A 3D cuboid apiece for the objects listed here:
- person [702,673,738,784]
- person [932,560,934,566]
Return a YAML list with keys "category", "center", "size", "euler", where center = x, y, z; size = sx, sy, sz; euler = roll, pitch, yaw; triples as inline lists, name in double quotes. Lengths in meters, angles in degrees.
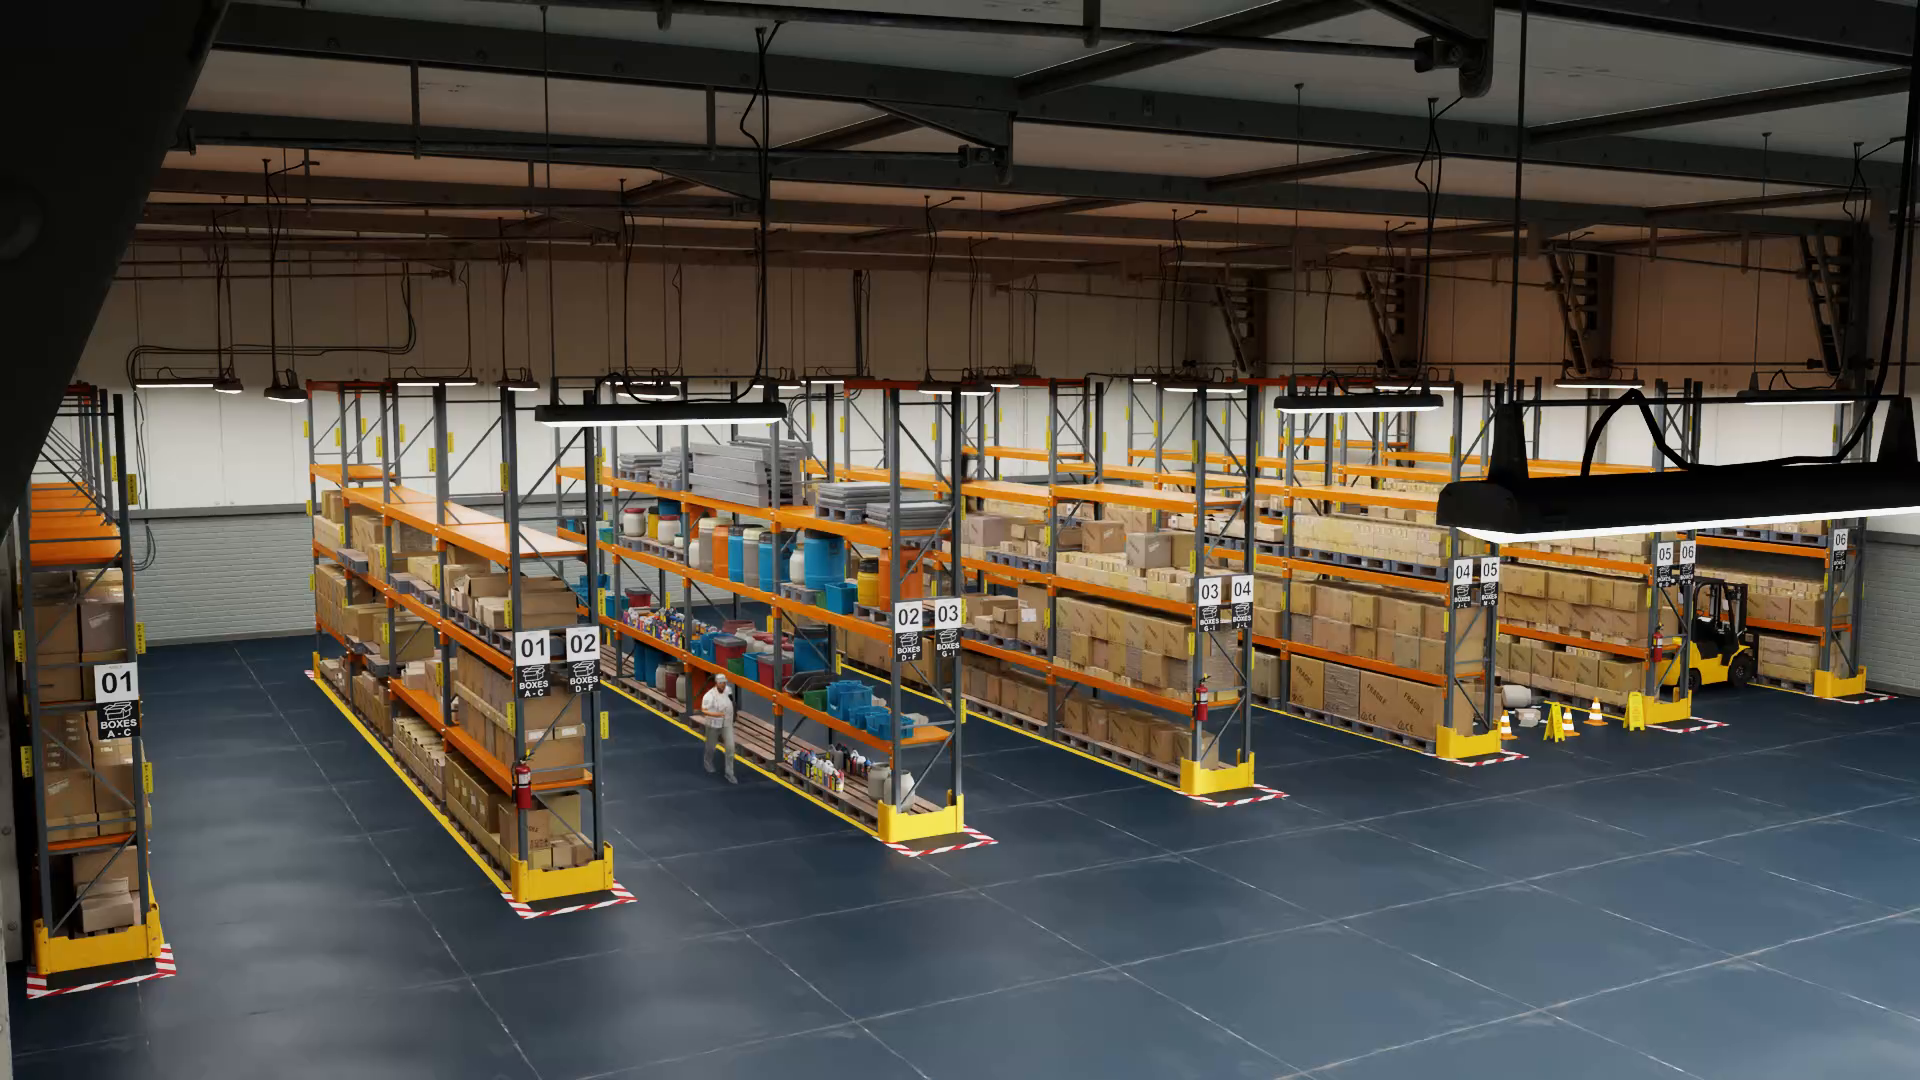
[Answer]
- category: "person"
  center: [-3.679, 2.819, 25.314]
  size: [0.614, 1.648, 0.969]
  euler: [-3, 7, -27]
- category: "person"
  center: [-0.616, 1.290, 39.168]
  size: [0.736, 1.754, 1.018]
  euler: [-1, 6, -10]
